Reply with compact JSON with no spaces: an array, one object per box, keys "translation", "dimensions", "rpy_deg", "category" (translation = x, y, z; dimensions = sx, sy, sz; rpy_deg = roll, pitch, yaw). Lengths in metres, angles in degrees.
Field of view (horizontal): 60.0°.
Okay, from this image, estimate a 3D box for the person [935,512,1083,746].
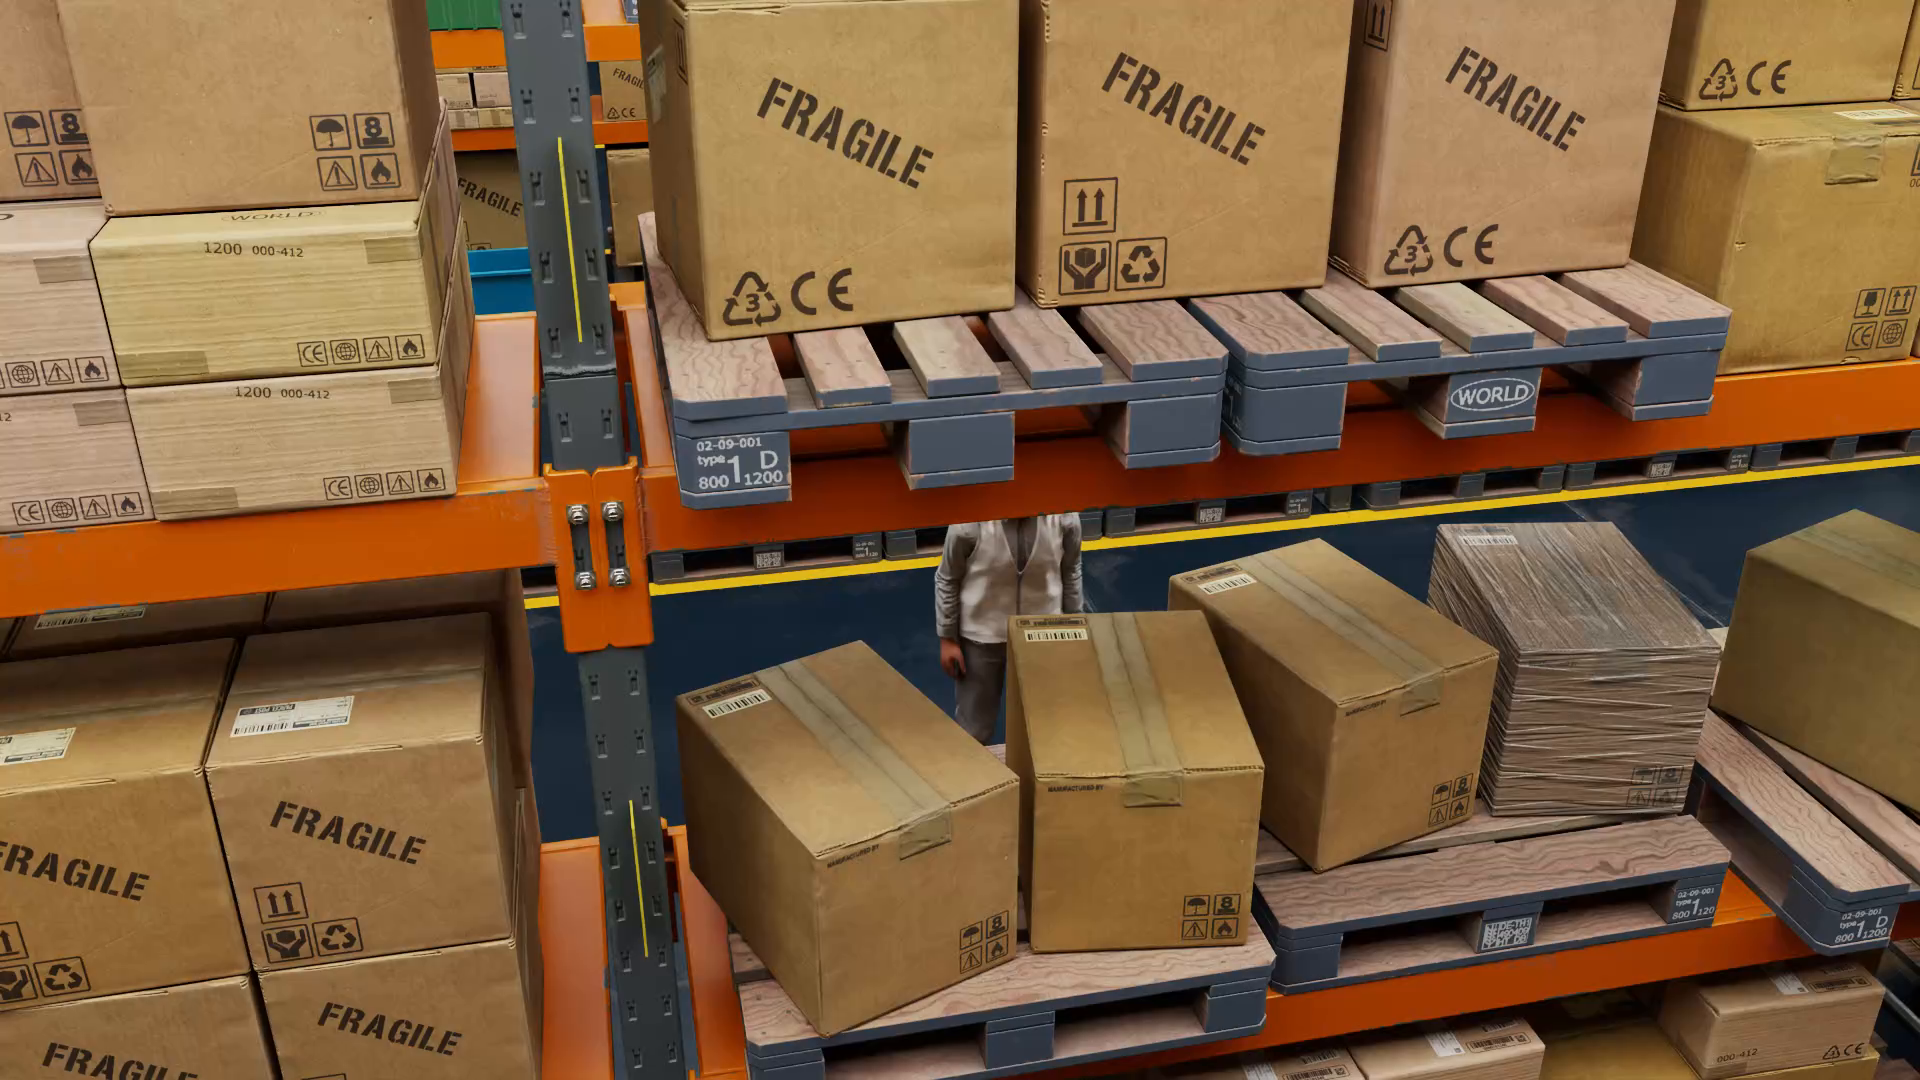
[{"translation":[0.193,0.361,6.369],"dimensions":[0.578,1.767,0.463],"rpy_deg":[-6,27,-12],"category":"person"}]
